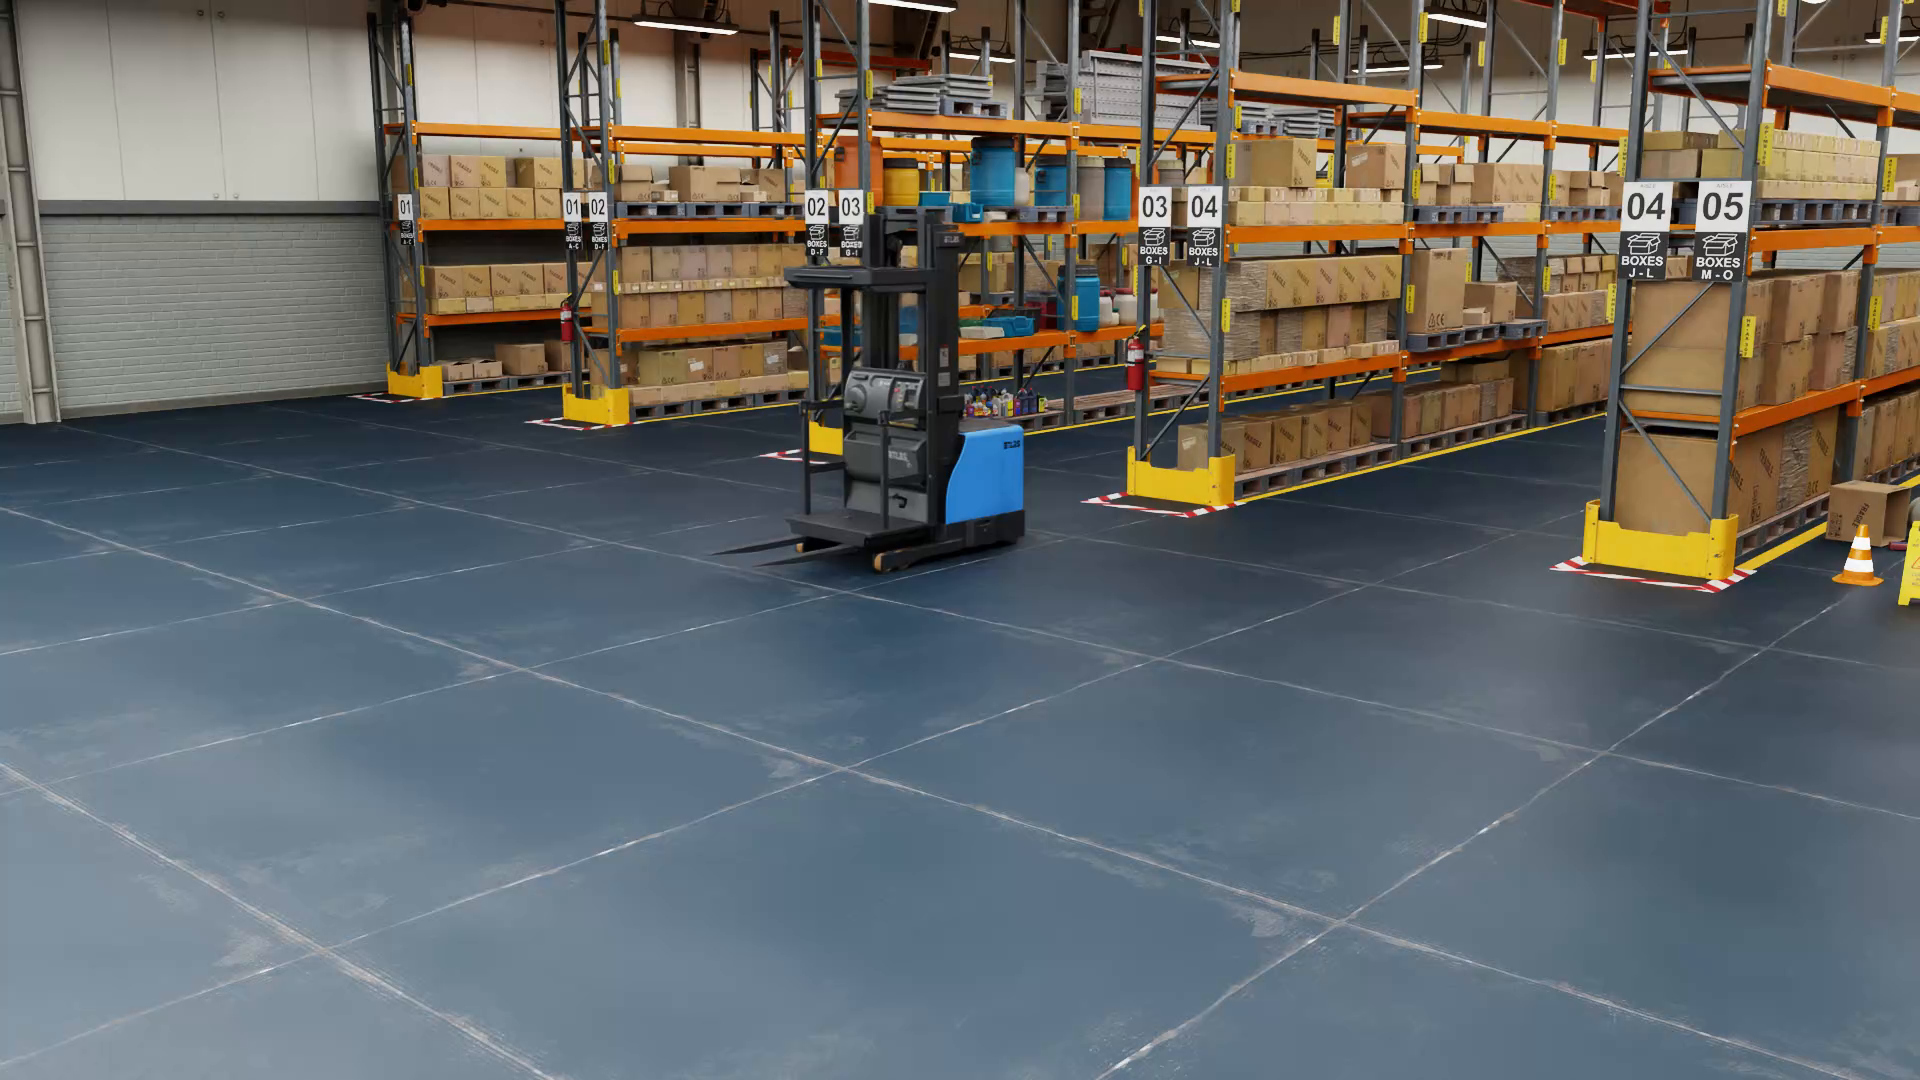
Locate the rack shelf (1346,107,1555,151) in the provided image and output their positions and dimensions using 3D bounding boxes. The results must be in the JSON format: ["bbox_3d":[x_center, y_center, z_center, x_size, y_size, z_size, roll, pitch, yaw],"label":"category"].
[{"bbox_3d":[6.214,-5.174,21.038,1.077,0.370,4.000,10,15,40],"label":"rack shelf"}]

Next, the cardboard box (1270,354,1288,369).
[{"bbox_3d":[3.296,-1.931,17.900,0.380,0.149,0.250,10,15,40],"label":"cardboard box"}]

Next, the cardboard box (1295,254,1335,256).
[{"bbox_3d":[4.077,-3.065,19.369,0.500,0.500,0.500,10,15,40],"label":"cardboard box"}]

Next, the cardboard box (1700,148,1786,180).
[{"bbox_3d":[6.423,-3.078,13.641,0.500,0.250,0.500,10,15,40],"label":"cardboard box"}]

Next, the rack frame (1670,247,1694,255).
[{"bbox_3d":[12.815,-4.252,28.882,1.000,3.000,0.127,10,15,40],"label":"rack frame"}]

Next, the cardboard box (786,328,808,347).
[{"bbox_3d":[-3.045,-4.240,33.234,0.750,0.750,0.750,10,15,40],"label":"cardboard box"}]

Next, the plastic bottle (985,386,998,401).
[{"bbox_3d":[0.437,-1.960,23.046,0.144,0.351,0.185,10,15,40],"label":"plastic bottle"}]

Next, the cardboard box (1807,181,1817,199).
[{"bbox_3d":[7.212,-3.040,14.465,0.380,0.149,0.250,10,15,40],"label":"cardboard box"}]

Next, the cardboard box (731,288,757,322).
[{"bbox_3d":[-3.511,-3.599,25.357,0.700,0.500,0.500,10,15,41],"label":"cardboard box"}]

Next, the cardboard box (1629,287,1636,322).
[{"bbox_3d":[10.071,-3.609,25.404,0.500,0.500,0.500,10,15,41],"label":"cardboard box"}]

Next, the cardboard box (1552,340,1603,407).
[{"bbox_3d":[8.599,-2.468,24.302,1.225,0.875,0.875,10,15,41],"label":"cardboard box"}]

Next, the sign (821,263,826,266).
[{"bbox_3d":[-2.127,-4.160,26.007,0.100,0.325,0.005,10,15,40],"label":"sign"}]

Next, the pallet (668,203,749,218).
[{"bbox_3d":[-3.894,-4.888,24.633,1.003,0.211,1.213,10,15,40],"label":"pallet"}]

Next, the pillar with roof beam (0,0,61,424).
[{"bbox_3d":[-9.824,-5.537,19.997,9.100,9.000,0.400,10,15,40],"label":"pillar with roof beam"}]

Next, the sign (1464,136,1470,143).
[{"bbox_3d":[9.518,-7.608,31.188,0.100,0.325,0.005,10,15,40],"label":"sign"}]

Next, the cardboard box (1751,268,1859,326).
[{"bbox_3d":[8.283,-2.384,16.387,0.875,0.550,0.550,10,15,40],"label":"cardboard box"}]

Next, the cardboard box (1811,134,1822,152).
[{"bbox_3d":[7.211,-3.431,14.388,0.380,0.149,0.250,10,15,40],"label":"cardboard box"}]

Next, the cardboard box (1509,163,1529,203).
[{"bbox_3d":[7.077,-4.661,21.738,0.500,0.500,0.500,10,15,40],"label":"cardboard box"}]

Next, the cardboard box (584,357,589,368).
[{"bbox_3d":[-6.600,-3.152,29.483,0.380,0.166,0.250,7,14,33],"label":"cardboard box"}]

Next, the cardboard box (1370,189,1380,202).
[{"bbox_3d":[4.550,-3.919,18.919,0.380,0.149,0.250,9,14,38],"label":"cardboard box"}]

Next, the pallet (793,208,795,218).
[{"bbox_3d":[-3.243,-6.477,32.842,1.213,0.211,1.003,11,16,43],"label":"pallet"}]

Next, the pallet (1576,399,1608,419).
[{"bbox_3d":[8.916,-1.993,24.689,1.003,0.211,1.213,10,15,40],"label":"pallet"}]

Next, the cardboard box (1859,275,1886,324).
[{"bbox_3d":[9.214,-2.520,17.399,0.700,0.500,0.500,9,15,39],"label":"cardboard box"}]

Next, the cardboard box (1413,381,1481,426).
[{"bbox_3d":[6.381,-1.797,21.845,0.500,0.500,0.700,-11,15,-43],"label":"cardboard box"}]

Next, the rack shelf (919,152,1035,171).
[{"bbox_3d":[0.332,-8.272,36.550,1.077,0.370,4.000,10,15,40],"label":"rack shelf"}]

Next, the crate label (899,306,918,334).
[{"bbox_3d":[-0.456,-2.862,21.830,0.502,0.435,0.616,10,15,40],"label":"crate label"}]

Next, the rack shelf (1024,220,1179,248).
[{"bbox_3d":[2.493,-4.540,24.499,1.077,0.370,4.000,10,15,40],"label":"rack shelf"}]

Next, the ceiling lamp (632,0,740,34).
[{"bbox_3d":[-4.250,-9.830,26.587,0.800,3.185,2.000,10,15,40],"label":"ceiling lamp"}]

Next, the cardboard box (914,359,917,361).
[{"bbox_3d":[-1.072,-3.156,27.908,0.500,0.311,0.500,10,15,42],"label":"cardboard box"}]

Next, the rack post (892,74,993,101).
[{"bbox_3d":[-0.212,-5.733,21.170,0.937,0.300,0.954,9,15,39],"label":"rack post"}]

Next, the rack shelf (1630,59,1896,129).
[{"bbox_3d":[7.232,-3.929,14.806,1.077,0.370,4.000,10,15,40],"label":"rack shelf"}]

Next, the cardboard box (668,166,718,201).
[{"bbox_3d":[-3.884,-5.183,24.199,0.500,0.500,0.500,10,15,40],"label":"cardboard box"}]

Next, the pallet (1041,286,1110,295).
[{"bbox_3d":[2.126,-4.748,31.852,1.003,0.211,1.213,10,15,40],"label":"pallet"}]

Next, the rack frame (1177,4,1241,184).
[{"bbox_3d":[3.813,-6.658,25.608,1.000,3.000,0.127,10,15,40],"label":"rack frame"}]

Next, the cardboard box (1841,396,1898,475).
[{"bbox_3d":[9.534,-1.178,18.160,1.050,0.750,0.750,10,15,40],"label":"cardboard box"}]

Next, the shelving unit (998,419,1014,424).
[{"bbox_3d":[0.346,-0.585,15.498,0.215,1.050,0.252,11,16,43],"label":"shelving unit"}]

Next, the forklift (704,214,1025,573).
[{"bbox_3d":[-0.798,-1.276,14.155,1.130,2.935,3.031,11,16,43],"label":"forklift"}]

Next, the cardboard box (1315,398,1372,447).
[{"bbox_3d":[4.599,-1.413,19.977,0.500,0.500,0.500,9,15,39],"label":"cardboard box"}]

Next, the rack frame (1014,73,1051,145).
[{"bbox_3d":[1.652,-9.116,37.914,1.000,3.000,0.127,10,15,40],"label":"rack frame"}]

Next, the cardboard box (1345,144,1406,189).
[{"bbox_3d":[4.788,-4.299,19.164,0.500,0.500,0.500,9,15,39],"label":"cardboard box"}]

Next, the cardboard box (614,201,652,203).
[{"bbox_3d":[-5.848,-6.204,29.668,0.500,0.500,0.500,-9,15,-39],"label":"cardboard box"}]

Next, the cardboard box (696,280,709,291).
[{"bbox_3d":[-3.916,-3.766,24.538,0.380,0.149,0.250,10,15,40],"label":"cardboard box"}]

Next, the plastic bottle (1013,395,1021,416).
[{"bbox_3d":[0.761,-1.821,22.522,0.133,0.283,0.061,-11,16,-44],"label":"plastic bottle"}]

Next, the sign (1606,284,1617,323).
[{"bbox_3d":[5.514,-1.998,14.036,0.100,0.325,0.005,10,15,40],"label":"sign"}]

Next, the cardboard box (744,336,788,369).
[{"bbox_3d":[-3.087,-2.966,26.474,0.500,0.500,0.500,10,15,40],"label":"cardboard box"}]

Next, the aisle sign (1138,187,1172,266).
[{"bbox_3d":[1.987,-3.203,16.990,0.394,0.787,0.004,10,15,40],"label":"aisle sign"}]

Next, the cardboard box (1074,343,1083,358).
[{"bbox_3d":[1.961,-3.680,31.276,0.500,0.500,0.500,10,15,41],"label":"cardboard box"}]

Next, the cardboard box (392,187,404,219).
[{"bbox_3d":[-8.824,-5.444,26.881,0.500,0.500,0.500,-11,16,-43],"label":"cardboard box"}]

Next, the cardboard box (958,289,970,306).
[{"bbox_3d":[-0.178,-4.265,29.173,0.500,0.311,0.500,11,16,44],"label":"cardboard box"}]

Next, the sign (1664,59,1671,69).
[{"bbox_3d":[10.590,-7.034,24.906,0.100,0.325,0.005,10,15,40],"label":"sign"}]

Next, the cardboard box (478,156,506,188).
[{"bbox_3d":[-7.774,-6.009,27.160,0.500,0.500,0.500,10,15,42],"label":"cardboard box"}]

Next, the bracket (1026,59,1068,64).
[{"bbox_3d":[1.066,-10.901,37.664,0.076,0.066,4.783,10,15,40],"label":"bracket"}]

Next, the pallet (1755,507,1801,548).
[{"bbox_3d":[7.187,-0.181,15.618,1.003,0.211,1.213,10,15,40],"label":"pallet"}]

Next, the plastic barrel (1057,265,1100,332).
[{"bbox_3d":[1.656,-3.391,23.288,0.600,0.901,0.708,10,15,40],"label":"plastic barrel"}]
